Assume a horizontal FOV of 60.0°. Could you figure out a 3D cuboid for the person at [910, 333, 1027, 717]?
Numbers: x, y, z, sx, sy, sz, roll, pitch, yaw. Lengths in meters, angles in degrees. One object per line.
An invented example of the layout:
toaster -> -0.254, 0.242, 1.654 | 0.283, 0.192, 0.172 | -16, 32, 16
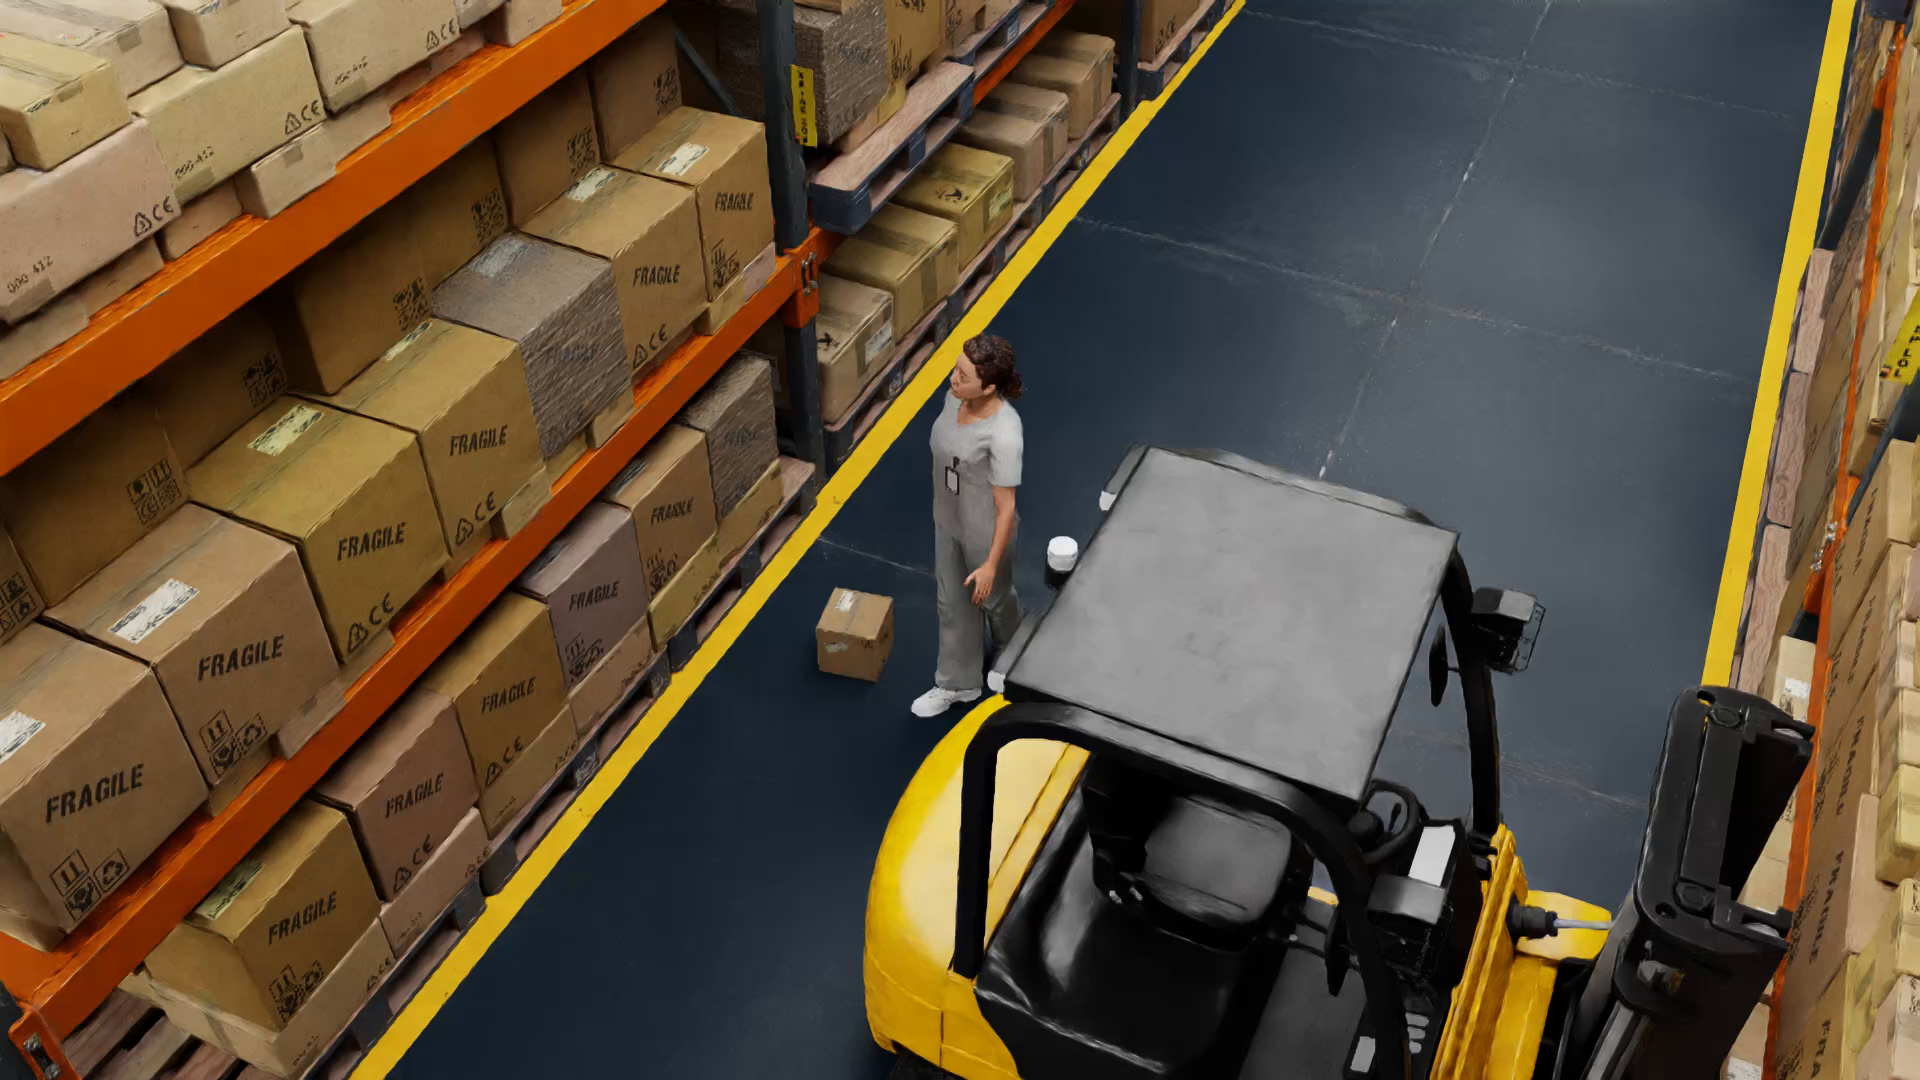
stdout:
person -> 0.067, -0.035, 6.202 | 0.629, 1.659, 0.525 | -29, 49, -28
